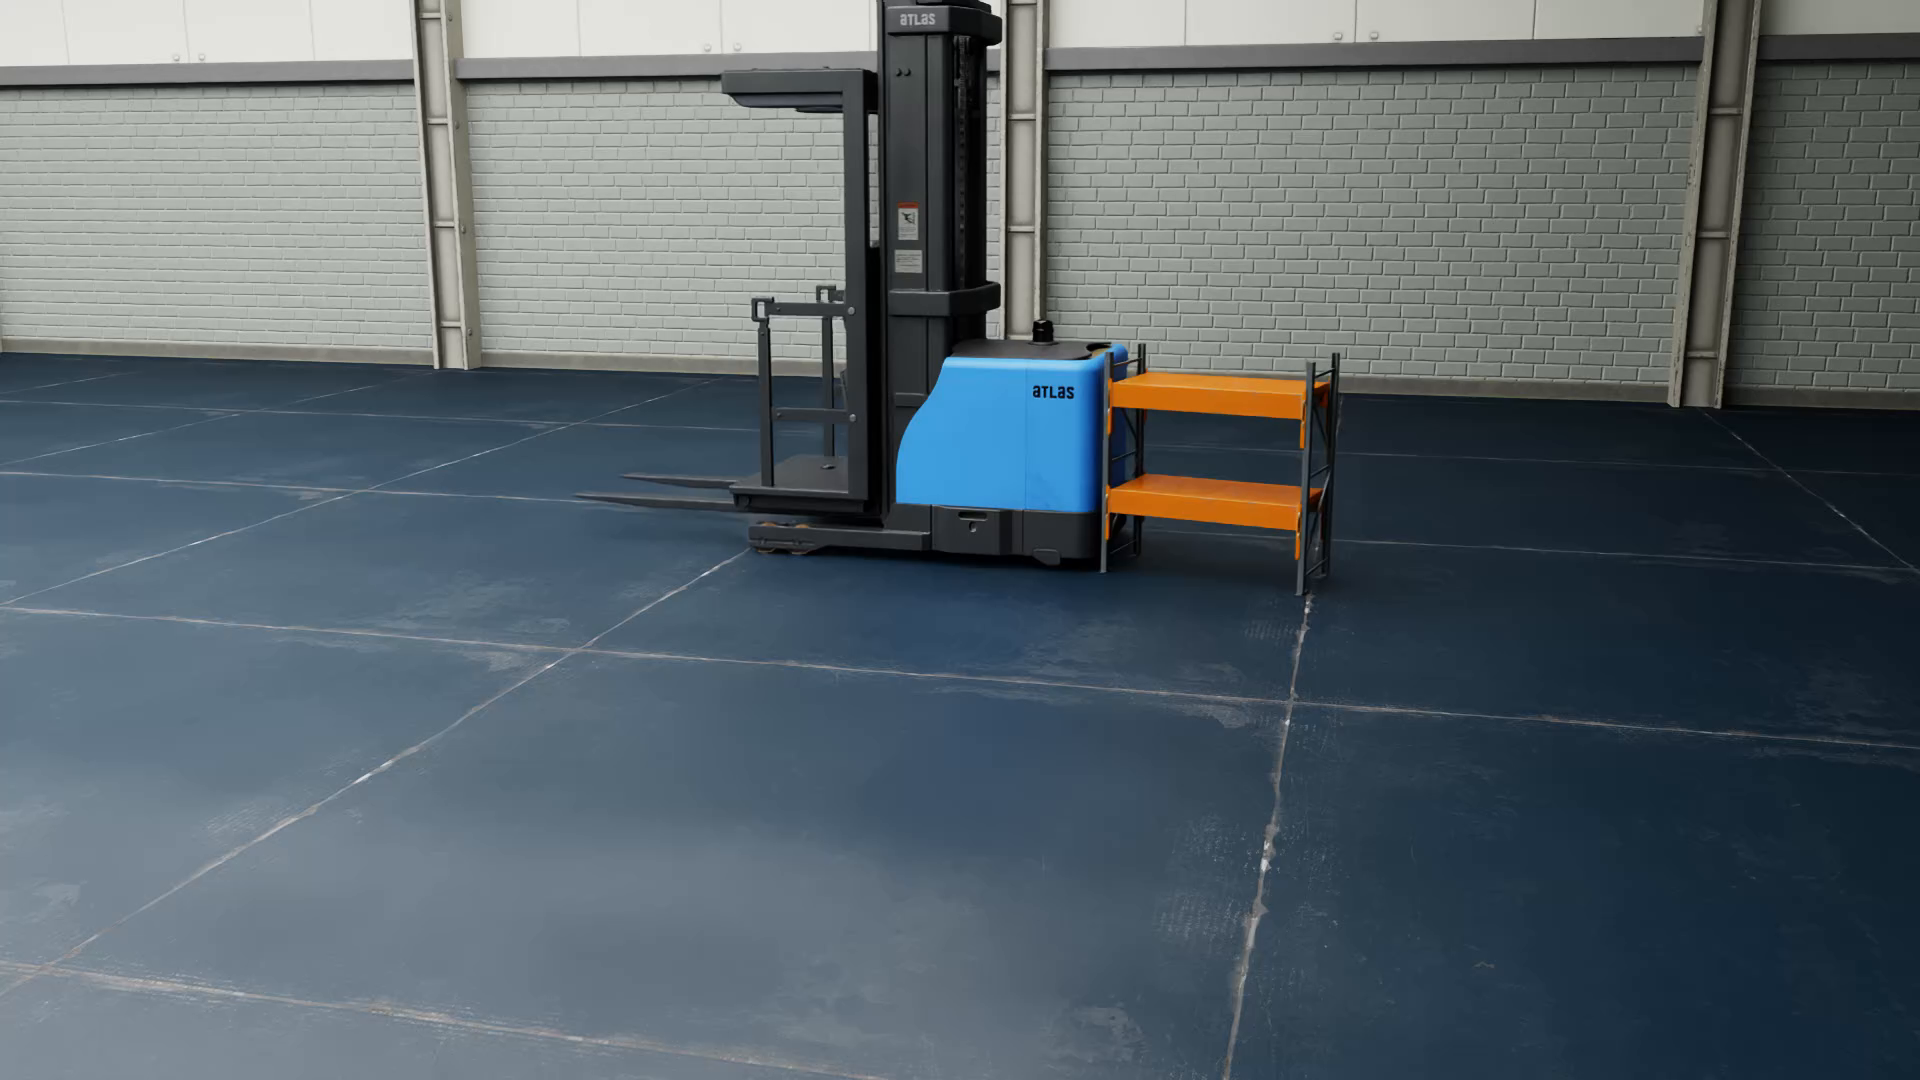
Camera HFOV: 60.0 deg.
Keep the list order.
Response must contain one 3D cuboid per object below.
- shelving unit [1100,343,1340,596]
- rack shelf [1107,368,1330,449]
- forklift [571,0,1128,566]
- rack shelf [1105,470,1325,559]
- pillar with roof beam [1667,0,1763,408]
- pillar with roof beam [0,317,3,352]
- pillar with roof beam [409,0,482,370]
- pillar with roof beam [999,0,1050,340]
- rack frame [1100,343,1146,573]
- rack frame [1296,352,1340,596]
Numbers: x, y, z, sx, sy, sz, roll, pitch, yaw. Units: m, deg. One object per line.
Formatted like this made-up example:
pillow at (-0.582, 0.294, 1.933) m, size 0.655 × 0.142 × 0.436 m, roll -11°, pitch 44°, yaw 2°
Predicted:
shelving unit at (1.297, -0.379, 8.343) m, size 1.048 × 1.125 × 0.538 m, roll 6°, pitch 14°, yaw 26°
rack shelf at (1.297, -0.664, 8.280) m, size 1.000 × 0.278 × 0.538 m, roll 6°, pitch 14°, yaw 26°
forklift at (-0.640, -1.453, 9.017) m, size 3.031 × 2.935 × 1.130 m, roll 3°, pitch 13°, yaw 14°
rack shelf at (1.297, -0.140, 8.396) m, size 1.000 × 0.278 × 0.538 m, roll 6°, pitch 14°, yaw 26°
pillar with roof beam at (5.389, -4.666, 9.490) m, size 0.400 × 9.000 × 9.100 m, roll 3°, pitch 13°, yaw 14°
pillar with roof beam at (-12.087, -5.600, 13.700) m, size 0.400 × 9.000 × 9.100 m, roll 3°, pitch 13°, yaw 14°
pillar with roof beam at (-6.261, -5.289, 12.297) m, size 0.400 × 9.000 × 9.100 m, roll 3°, pitch 13°, yaw 14°
pillar with roof beam at (-0.436, -4.978, 10.893) m, size 0.400 × 9.000 × 9.100 m, roll 3°, pitch 13°, yaw 14°
rack frame at (0.843, -0.428, 8.567) m, size 0.032 × 1.125 × 0.500 m, roll 6°, pitch 14°, yaw 26°
rack frame at (1.750, -0.329, 8.119) m, size 0.032 × 1.125 × 0.500 m, roll 6°, pitch 14°, yaw 26°
